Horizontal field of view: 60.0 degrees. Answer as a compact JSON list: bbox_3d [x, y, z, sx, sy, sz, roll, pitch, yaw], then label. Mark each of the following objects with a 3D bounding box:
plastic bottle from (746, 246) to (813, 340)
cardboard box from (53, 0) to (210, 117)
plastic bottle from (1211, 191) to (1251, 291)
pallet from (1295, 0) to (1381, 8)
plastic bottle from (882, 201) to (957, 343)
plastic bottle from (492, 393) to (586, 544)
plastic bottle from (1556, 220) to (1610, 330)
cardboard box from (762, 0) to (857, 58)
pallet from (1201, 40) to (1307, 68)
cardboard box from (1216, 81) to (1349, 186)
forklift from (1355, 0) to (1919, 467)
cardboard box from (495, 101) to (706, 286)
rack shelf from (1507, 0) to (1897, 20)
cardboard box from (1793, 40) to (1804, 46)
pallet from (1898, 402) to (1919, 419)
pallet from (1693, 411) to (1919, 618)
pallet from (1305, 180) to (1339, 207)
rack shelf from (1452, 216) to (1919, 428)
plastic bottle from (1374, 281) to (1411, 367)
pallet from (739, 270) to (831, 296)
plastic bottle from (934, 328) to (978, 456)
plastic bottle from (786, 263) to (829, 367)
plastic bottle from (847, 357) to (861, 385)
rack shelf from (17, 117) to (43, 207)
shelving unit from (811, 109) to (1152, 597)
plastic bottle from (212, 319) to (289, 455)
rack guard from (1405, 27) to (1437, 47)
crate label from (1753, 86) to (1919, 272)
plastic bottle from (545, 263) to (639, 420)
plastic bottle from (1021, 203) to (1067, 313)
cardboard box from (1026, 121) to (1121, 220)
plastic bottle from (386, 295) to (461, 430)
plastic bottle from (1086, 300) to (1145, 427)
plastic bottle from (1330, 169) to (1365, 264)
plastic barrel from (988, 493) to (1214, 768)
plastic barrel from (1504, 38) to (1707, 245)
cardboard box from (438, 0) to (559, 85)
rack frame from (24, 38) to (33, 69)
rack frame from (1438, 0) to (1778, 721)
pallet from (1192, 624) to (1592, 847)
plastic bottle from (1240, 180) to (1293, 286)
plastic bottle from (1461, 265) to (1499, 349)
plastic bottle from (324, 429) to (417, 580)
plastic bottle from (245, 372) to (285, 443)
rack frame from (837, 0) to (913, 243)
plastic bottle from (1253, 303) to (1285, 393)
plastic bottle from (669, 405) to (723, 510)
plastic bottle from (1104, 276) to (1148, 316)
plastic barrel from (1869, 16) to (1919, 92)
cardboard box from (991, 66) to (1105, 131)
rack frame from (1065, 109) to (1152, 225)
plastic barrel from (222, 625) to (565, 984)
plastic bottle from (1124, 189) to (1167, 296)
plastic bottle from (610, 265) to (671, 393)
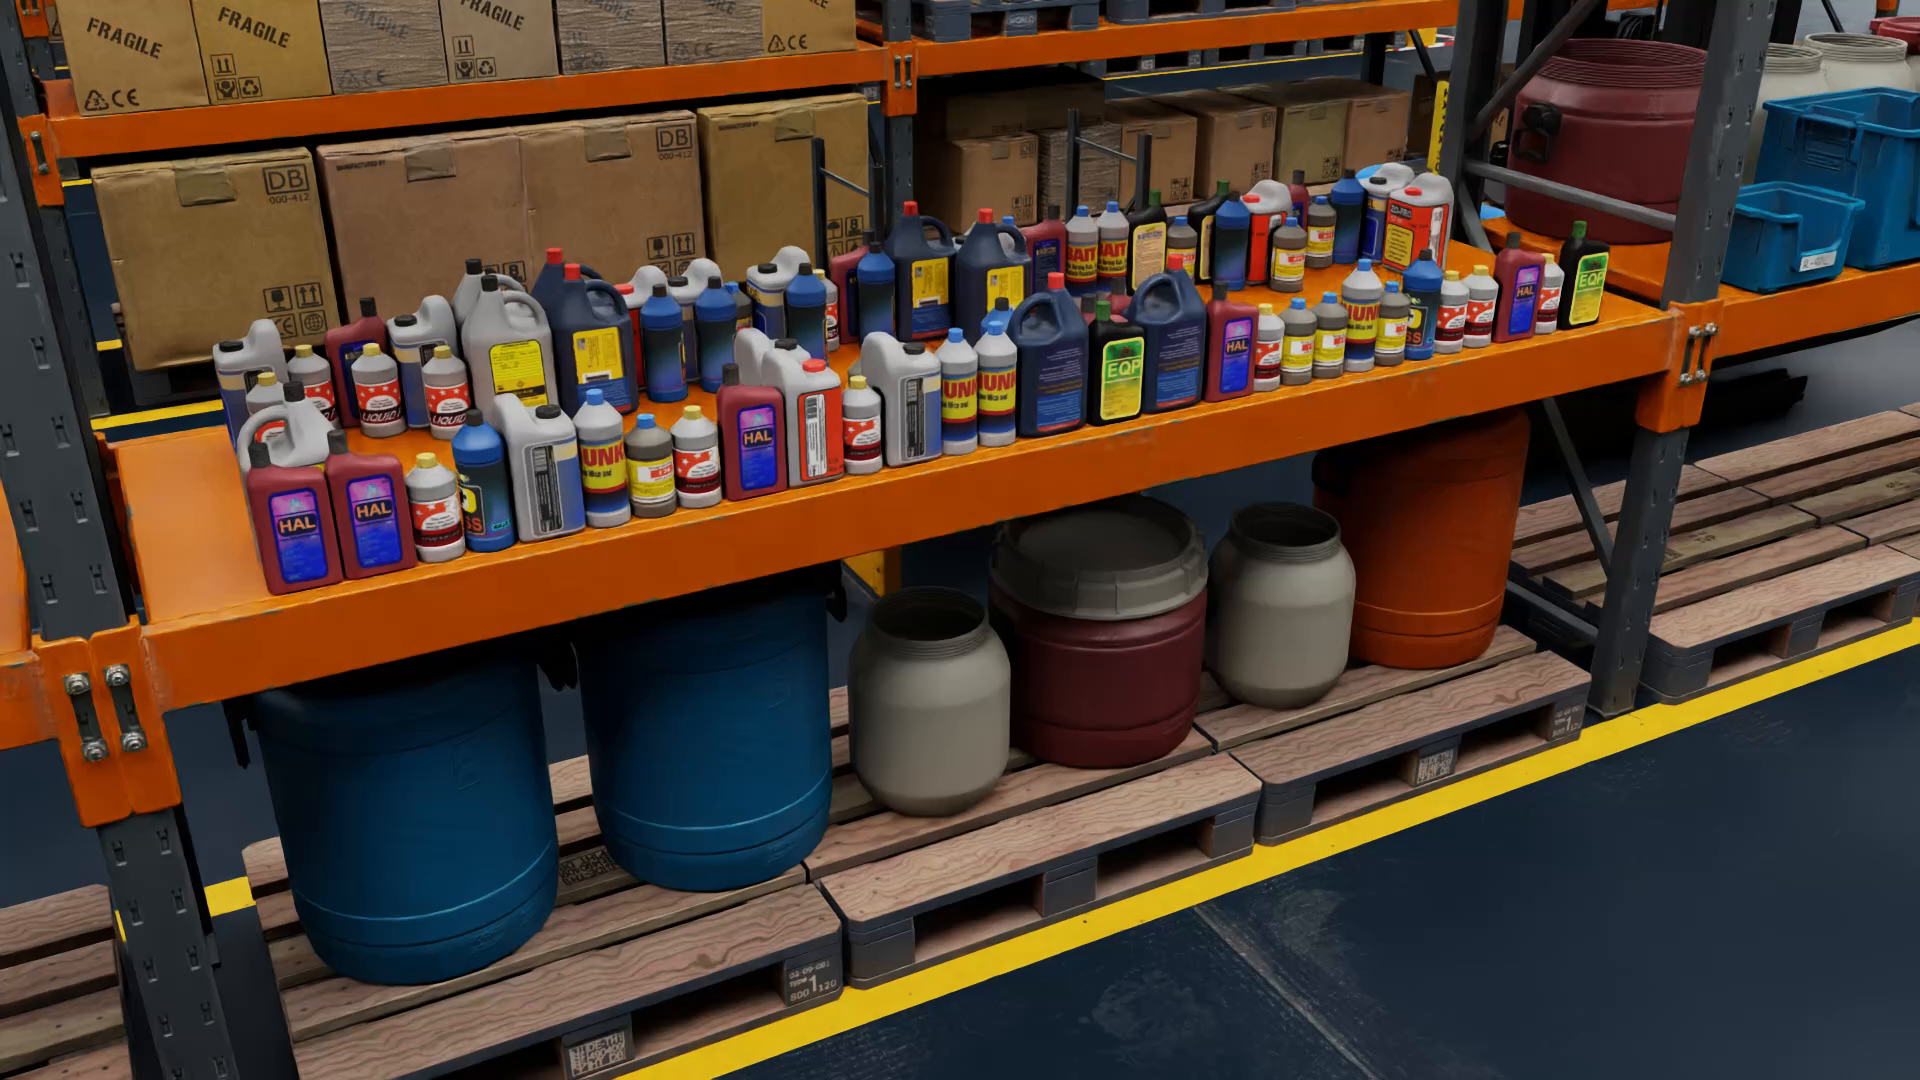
[{"bbox_3d":[-0.448,-0.586,4.149,0.135,0.276,0.152,-13,29,-25],"label":"plastic bottle"},{"bbox_3d":[-3.541,-2.122,7.088,0.500,0.500,0.500,-13,29,-25],"label":"cardboard box"},{"bbox_3d":[0.767,-0.848,4.700,0.097,0.271,0.097,0,26,0],"label":"plastic bottle"},{"bbox_3d":[2.252,-3.521,10.340,1.213,0.211,1.003,-13,29,-25],"label":"pallet"},{"bbox_3d":[-0.105,-0.701,4.302,0.185,0.351,0.144,-13,29,-25],"label":"plastic bottle"},{"bbox_3d":[-0.823,-0.154,3.249,0.135,0.276,0.152,-13,29,-25],"label":"plastic bottle"},{"bbox_3d":[1.639,-0.704,4.385,0.133,0.283,0.061,-13,29,-25],"label":"plastic bottle"},{"bbox_3d":[-0.854,-2.743,8.382,0.500,0.500,0.500,-12,28,-24],"label":"cardboard box"},{"bbox_3d":[2.535,-4.741,15.880,1.213,0.211,1.003,-13,29,-25],"label":"pallet"},{"bbox_3d":[2.013,-2.573,10.522,0.500,0.500,0.700,-13,29,-25],"label":"cardboard box"},{"bbox_3d":[3.212,-2.054,7.142,3.031,2.935,1.130,-13,28,-25],"label":"forklift"},{"bbox_3d":[-1.944,-1.813,8.531,0.875,0.875,1.225,-13,29,-25],"label":"cardboard box"},{"bbox_3d":[4.759,-3.791,11.511,4.000,0.370,1.077,-13,29,-25],"label":"rack shelf"},{"bbox_3d":[5.965,-3.464,12.402,0.500,0.500,0.500,-8,27,-16],"label":"cardboard box"},{"bbox_3d":[4.650,-0.384,6.807,1.213,0.211,1.003,-13,29,-25],"label":"pallet"},{"bbox_3d":[3.572,-0.134,6.286,1.213,0.211,1.003,-13,29,-25],"label":"pallet"},{"bbox_3d":[2.308,-2.292,10.779,1.213,0.211,1.003,-13,29,-25],"label":"pallet"},{"bbox_3d":[3.560,-1.085,5.875,4.000,0.370,1.077,-13,29,-25],"label":"rack shelf"},{"bbox_3d":[1.068,-0.544,4.146,0.097,0.201,0.097,0,26,0],"label":"plastic bottle"},{"bbox_3d":[-1.266,-1.504,9.139,1.213,0.211,1.003,-13,29,-25],"label":"pallet"},{"bbox_3d":[-0.009,-0.327,3.613,0.097,0.271,0.097,0,26,0],"label":"plastic bottle"},{"bbox_3d":[-0.372,-0.541,4.059,0.097,0.271,0.097,0,26,0],"label":"plastic bottle"},{"bbox_3d":[-0.200,-0.326,3.692,0.097,0.201,0.097,0,26,0],"label":"plastic bottle"},{"bbox_3d":[-5.829,-1.347,6.421,4.000,0.370,1.077,-13,29,-25],"label":"rack shelf"},{"bbox_3d":[0.067,-0.692,5.958,1.083,1.500,0.587,-13,29,-25],"label":"shelving unit"},{"bbox_3d":[-1.538,-0.335,3.625,0.135,0.276,0.152,-13,29,-25],"label":"plastic bottle"},{"bbox_3d":[4.300,-5.315,16.743,0.348,0.500,1.175,-13,29,-25],"label":"rack guard"},{"bbox_3d":[2.799,-1.117,5.069,0.616,0.435,0.502,-13,29,-25],"label":"crate label"},{"bbox_3d":[-0.846,-0.459,3.798,0.185,0.351,0.144,-13,29,-25],"label":"plastic bottle"},{"bbox_3d":[0.221,-0.766,4.515,0.133,0.283,0.061,-13,29,-25],"label":"plastic bottle"},{"bbox_3d":[0.530,-2.227,9.802,0.500,0.500,0.700,-16,30,-29],"label":"cardboard box"},{"bbox_3d":[-1.216,-0.409,3.780,0.135,0.276,0.152,-13,29,-25],"label":"plastic bottle"},{"bbox_3d":[0.350,-0.406,3.765,0.133,0.283,0.061,-13,29,-25],"label":"plastic bottle"},{"bbox_3d":[1.146,-0.966,4.944,0.097,0.271,0.097,0,26,0],"label":"plastic bottle"},{"bbox_3d":[0.375,0.232,4.601,0.708,0.588,0.600,-13,29,-25],"label":"plastic barrel"},{"bbox_3d":[2.062,-1.273,5.279,0.708,0.536,0.600,-13,29,-25],"label":"plastic barrel"},{"bbox_3d":[-2.203,-2.433,7.737,0.500,0.500,0.500,-12,28,-24],"label":"cardboard box"},{"bbox_3d":[-8.728,-5.863,14.996,0.127,3.000,1.000,-13,29,-25],"label":"rack frame"},{"bbox_3d":[1.796,-1.002,4.870,0.127,3.000,1.000,-13,29,-25],"label":"rack frame"},{"bbox_3d":[1.120,0.432,5.106,1.213,0.211,1.003,-13,29,-25],"label":"pallet"},{"bbox_3d":[0.853,-0.887,4.775,0.135,0.276,0.152,-13,29,-25],"label":"plastic bottle"},{"bbox_3d":[1.325,-0.603,4.270,0.097,0.201,0.097,0,26,0],"label":"plastic bottle"},{"bbox_3d":[-1.092,-0.073,3.072,0.133,0.283,0.061,-13,29,-25],"label":"plastic bottle"},{"bbox_3d":[-1.463,-0.257,3.550,0.097,0.201,0.097,0,26,0],"label":"plastic bottle"},{"bbox_3d":[-0.535,-2.893,8.810,0.127,3.000,1.000,-13,29,-25],"label":"rack frame"},{"bbox_3d":[0.724,-0.464,3.981,0.097,0.201,0.097,0,26,0],"label":"plastic bottle"},{"bbox_3d":[-0.536,-0.173,3.375,0.097,0.201,0.097,0,26,0],"label":"plastic bottle"},{"bbox_3d":[0.400,-0.488,3.936,0.133,0.283,0.061,-13,29,-25],"label":"plastic bottle"},{"bbox_3d":[3.348,-1.529,5.812,0.433,0.535,0.433,0,26,0],"label":"plastic barrel"},{"bbox_3d":[0.505,-2.563,9.635,0.500,0.250,0.500,-10,27,-19],"label":"cardboard box"},{"bbox_3d":[0.524,-0.797,6.177,0.032,1.500,0.500,-13,29,-25],"label":"rack frame"},{"bbox_3d":[-1.246,0.465,3.754,0.708,0.901,0.600,-13,29,-25],"label":"plastic barrel"},{"bbox_3d":[0.510,-0.833,4.655,0.133,0.283,0.061,-13,29,-25],"label":"plastic bottle"},{"bbox_3d":[-0.771,-0.512,3.994,0.135,0.276,0.152,-13,29,-25],"label":"plastic bottle"}]
